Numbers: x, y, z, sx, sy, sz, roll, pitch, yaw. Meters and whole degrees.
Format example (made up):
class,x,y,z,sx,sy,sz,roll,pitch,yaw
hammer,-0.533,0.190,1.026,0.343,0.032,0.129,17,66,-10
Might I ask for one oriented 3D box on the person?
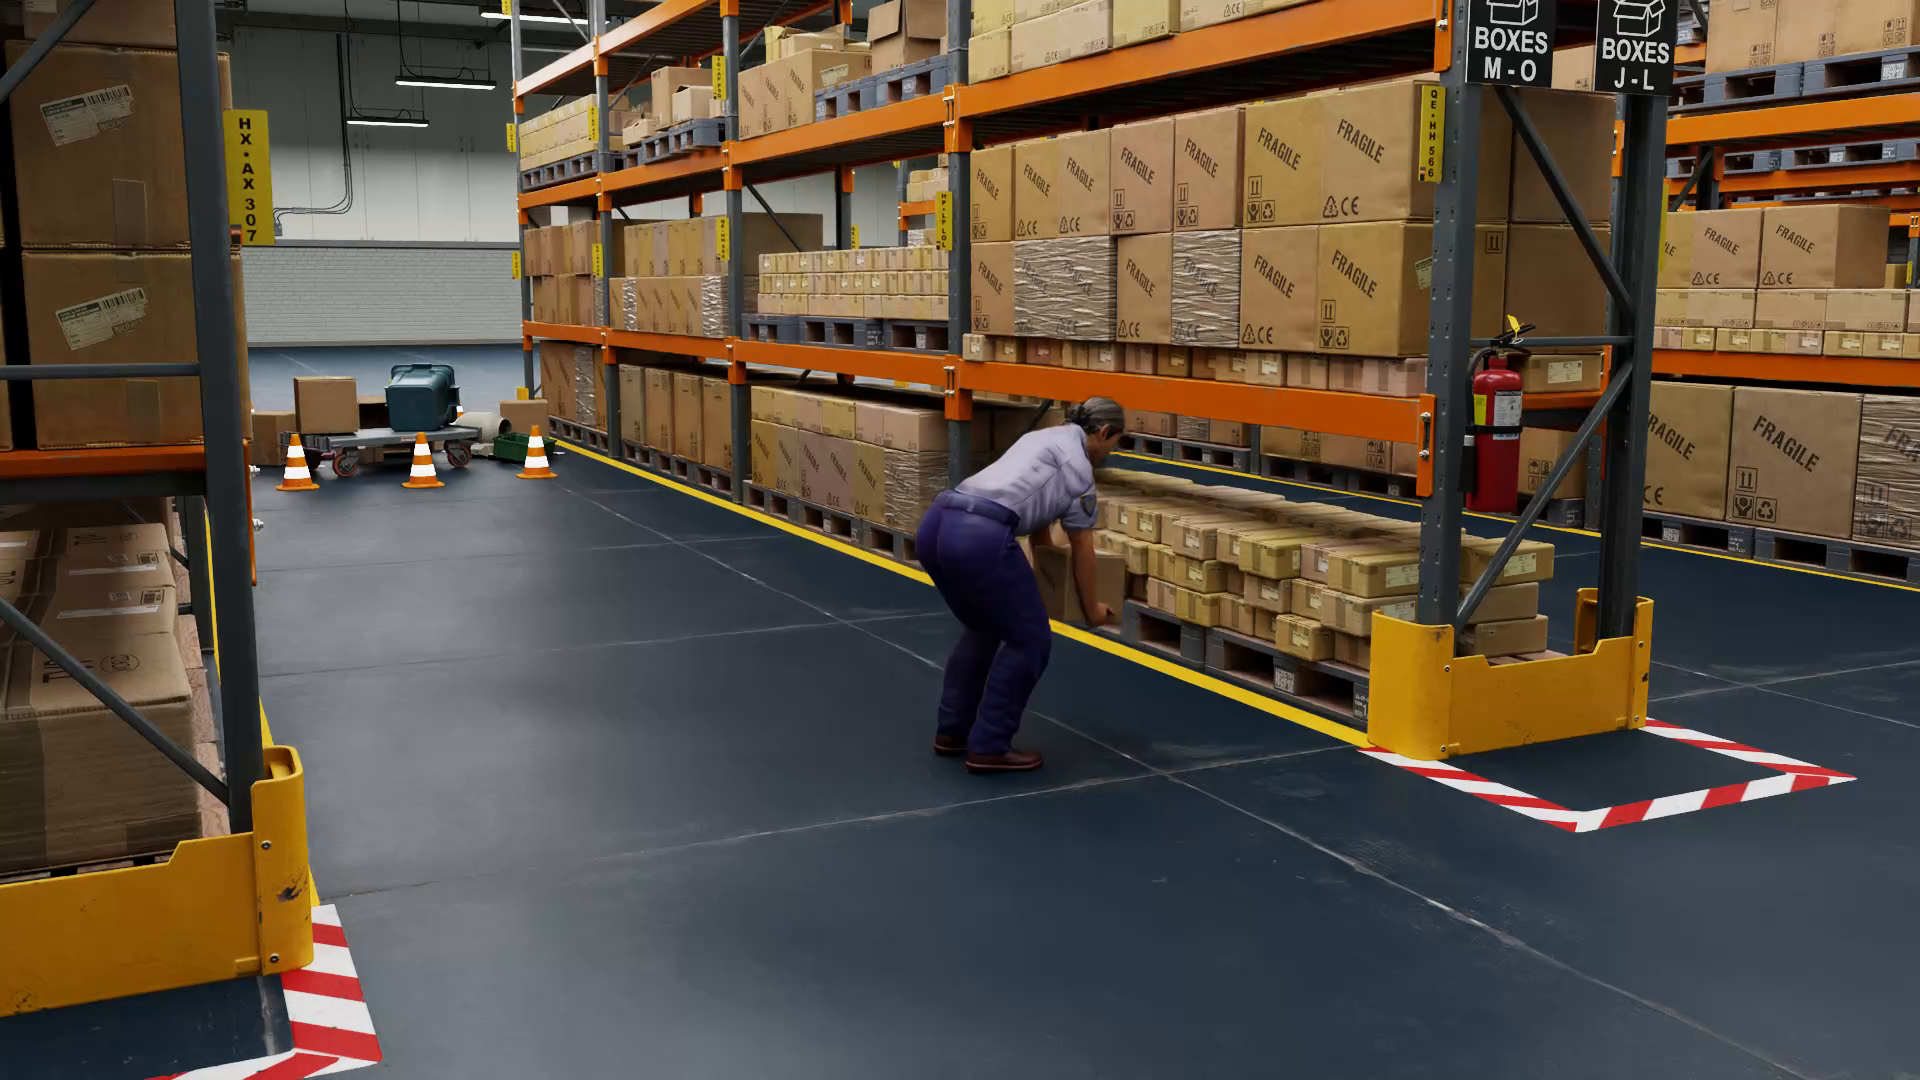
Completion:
class,x,y,z,sx,sy,sz,roll,pitch,yaw
person,0.247,0.146,6.068,0.815,1.315,0.466,-5,10,-28
